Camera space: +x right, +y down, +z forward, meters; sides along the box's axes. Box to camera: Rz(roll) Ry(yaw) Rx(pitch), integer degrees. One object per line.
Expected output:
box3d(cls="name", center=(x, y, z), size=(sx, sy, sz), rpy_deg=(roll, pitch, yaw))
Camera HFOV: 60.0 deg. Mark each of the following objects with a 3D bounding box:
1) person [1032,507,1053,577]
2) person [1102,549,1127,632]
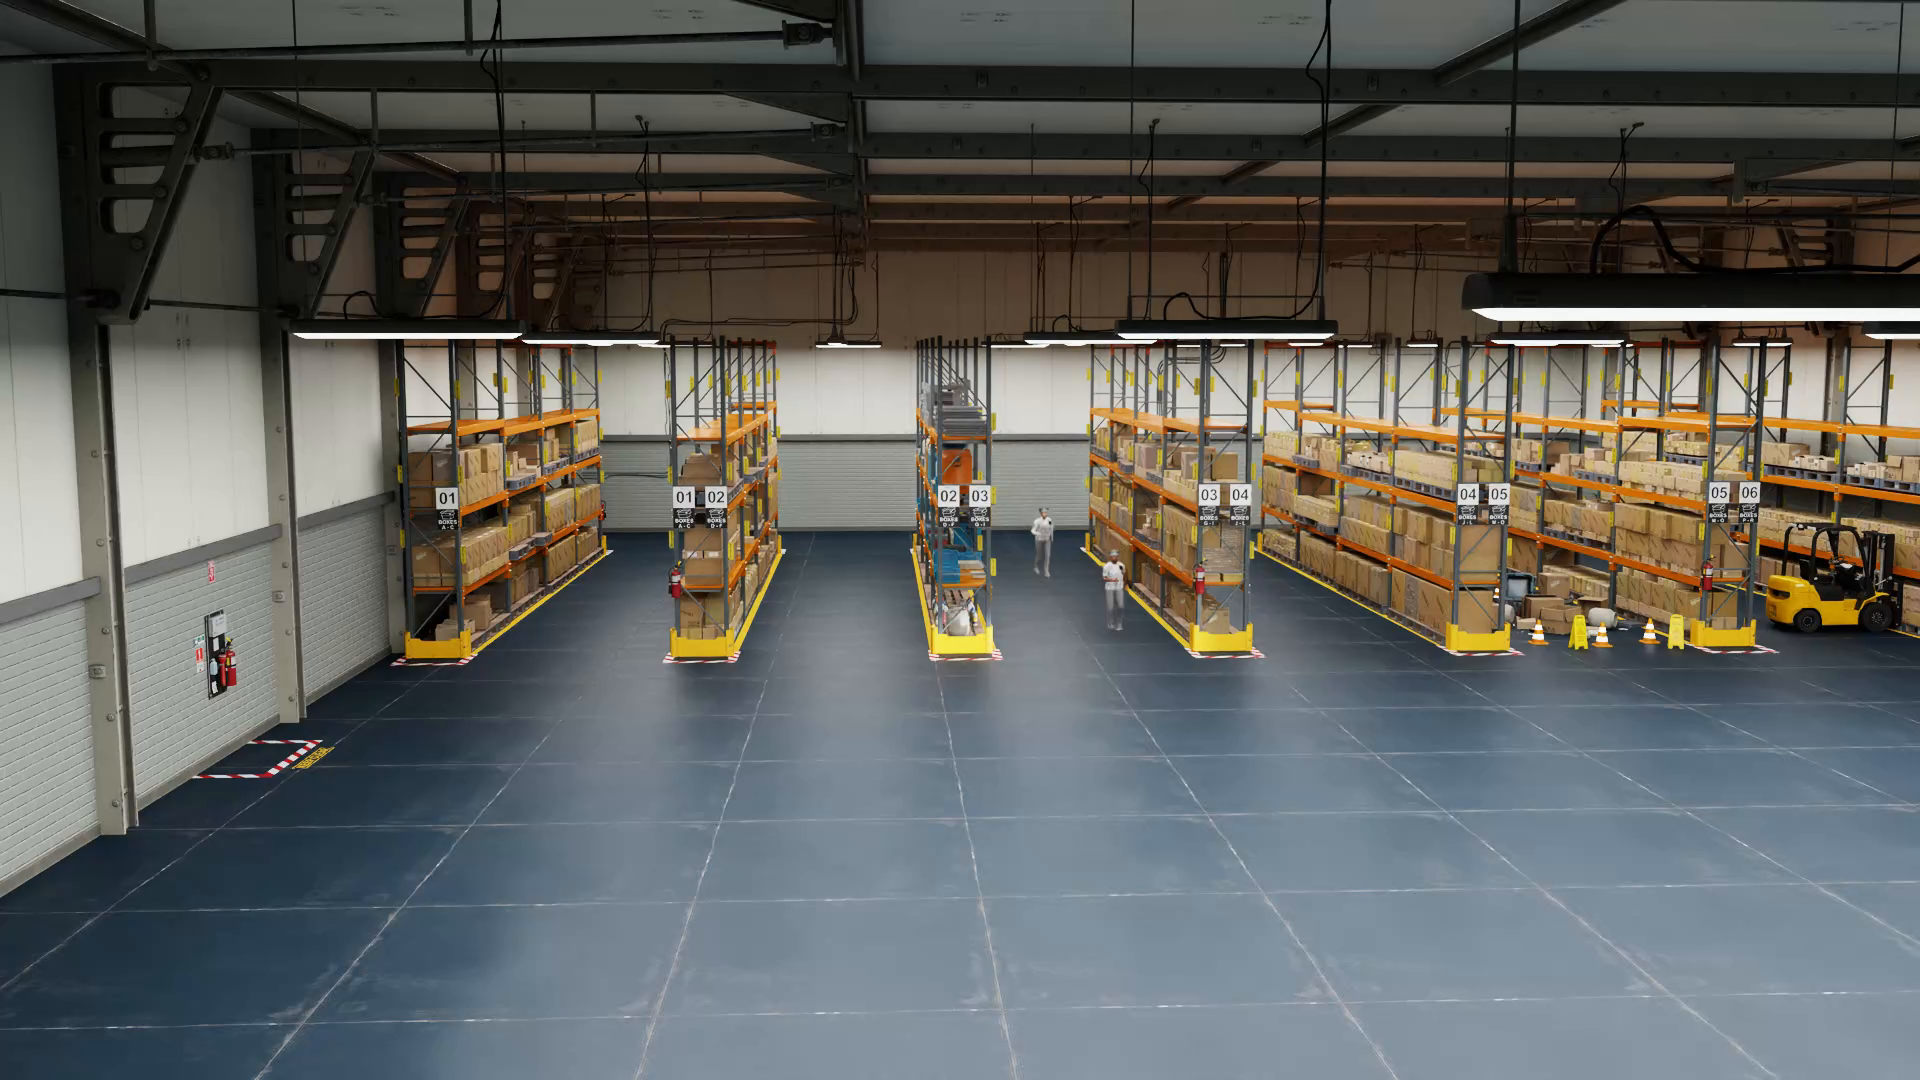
box3d(cls="person", center=(2.019, 0.024, 40.482), size=(0.600, 1.691, 0.833), rpy_deg=(-2, 7, -16))
box3d(cls="person", center=(3.174, 1.032, 33.965), size=(0.544, 1.706, 0.688), rpy_deg=(-1, 7, -5))
